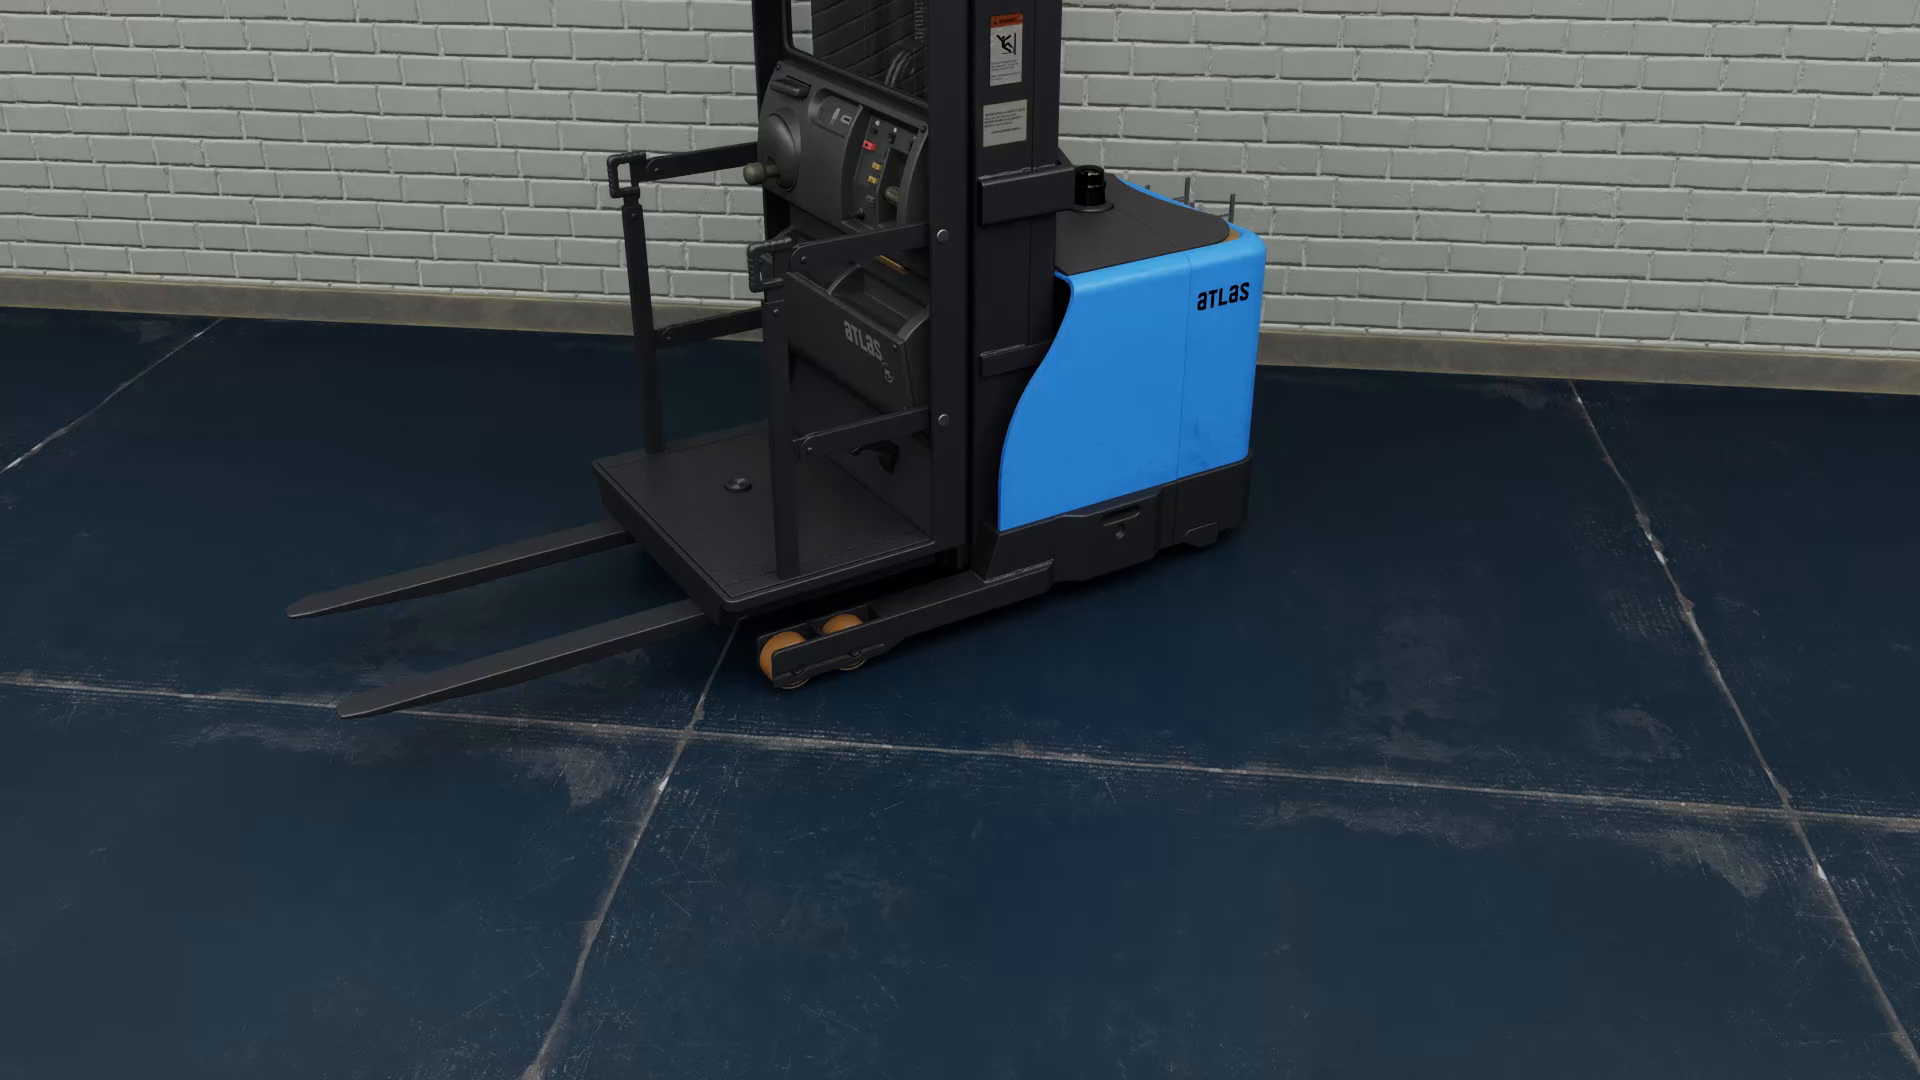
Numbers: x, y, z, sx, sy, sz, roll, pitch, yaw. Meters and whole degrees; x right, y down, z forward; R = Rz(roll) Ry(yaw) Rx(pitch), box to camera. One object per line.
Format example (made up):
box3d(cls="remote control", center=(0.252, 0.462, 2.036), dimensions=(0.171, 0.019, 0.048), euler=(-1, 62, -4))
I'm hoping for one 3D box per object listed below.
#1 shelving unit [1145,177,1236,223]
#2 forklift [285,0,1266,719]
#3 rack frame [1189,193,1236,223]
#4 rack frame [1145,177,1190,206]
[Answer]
box3d(cls="shelving unit", center=(0.803, -0.762, 6.058), dimensions=(0.215, 1.050, 0.252), euler=(-17, 33, -28))
box3d(cls="forklift", center=(-0.530, -1.135, 4.766), dimensions=(3.031, 2.935, 1.130), euler=(-16, 32, -28))
box3d(cls="rack frame", center=(0.869, -0.713, 5.967), dimensions=(0.200, 1.050, 0.008), euler=(-17, 33, -28))
box3d(cls="rack frame", center=(0.738, -0.811, 6.148), dimensions=(0.200, 1.050, 0.008), euler=(-17, 33, -28))
